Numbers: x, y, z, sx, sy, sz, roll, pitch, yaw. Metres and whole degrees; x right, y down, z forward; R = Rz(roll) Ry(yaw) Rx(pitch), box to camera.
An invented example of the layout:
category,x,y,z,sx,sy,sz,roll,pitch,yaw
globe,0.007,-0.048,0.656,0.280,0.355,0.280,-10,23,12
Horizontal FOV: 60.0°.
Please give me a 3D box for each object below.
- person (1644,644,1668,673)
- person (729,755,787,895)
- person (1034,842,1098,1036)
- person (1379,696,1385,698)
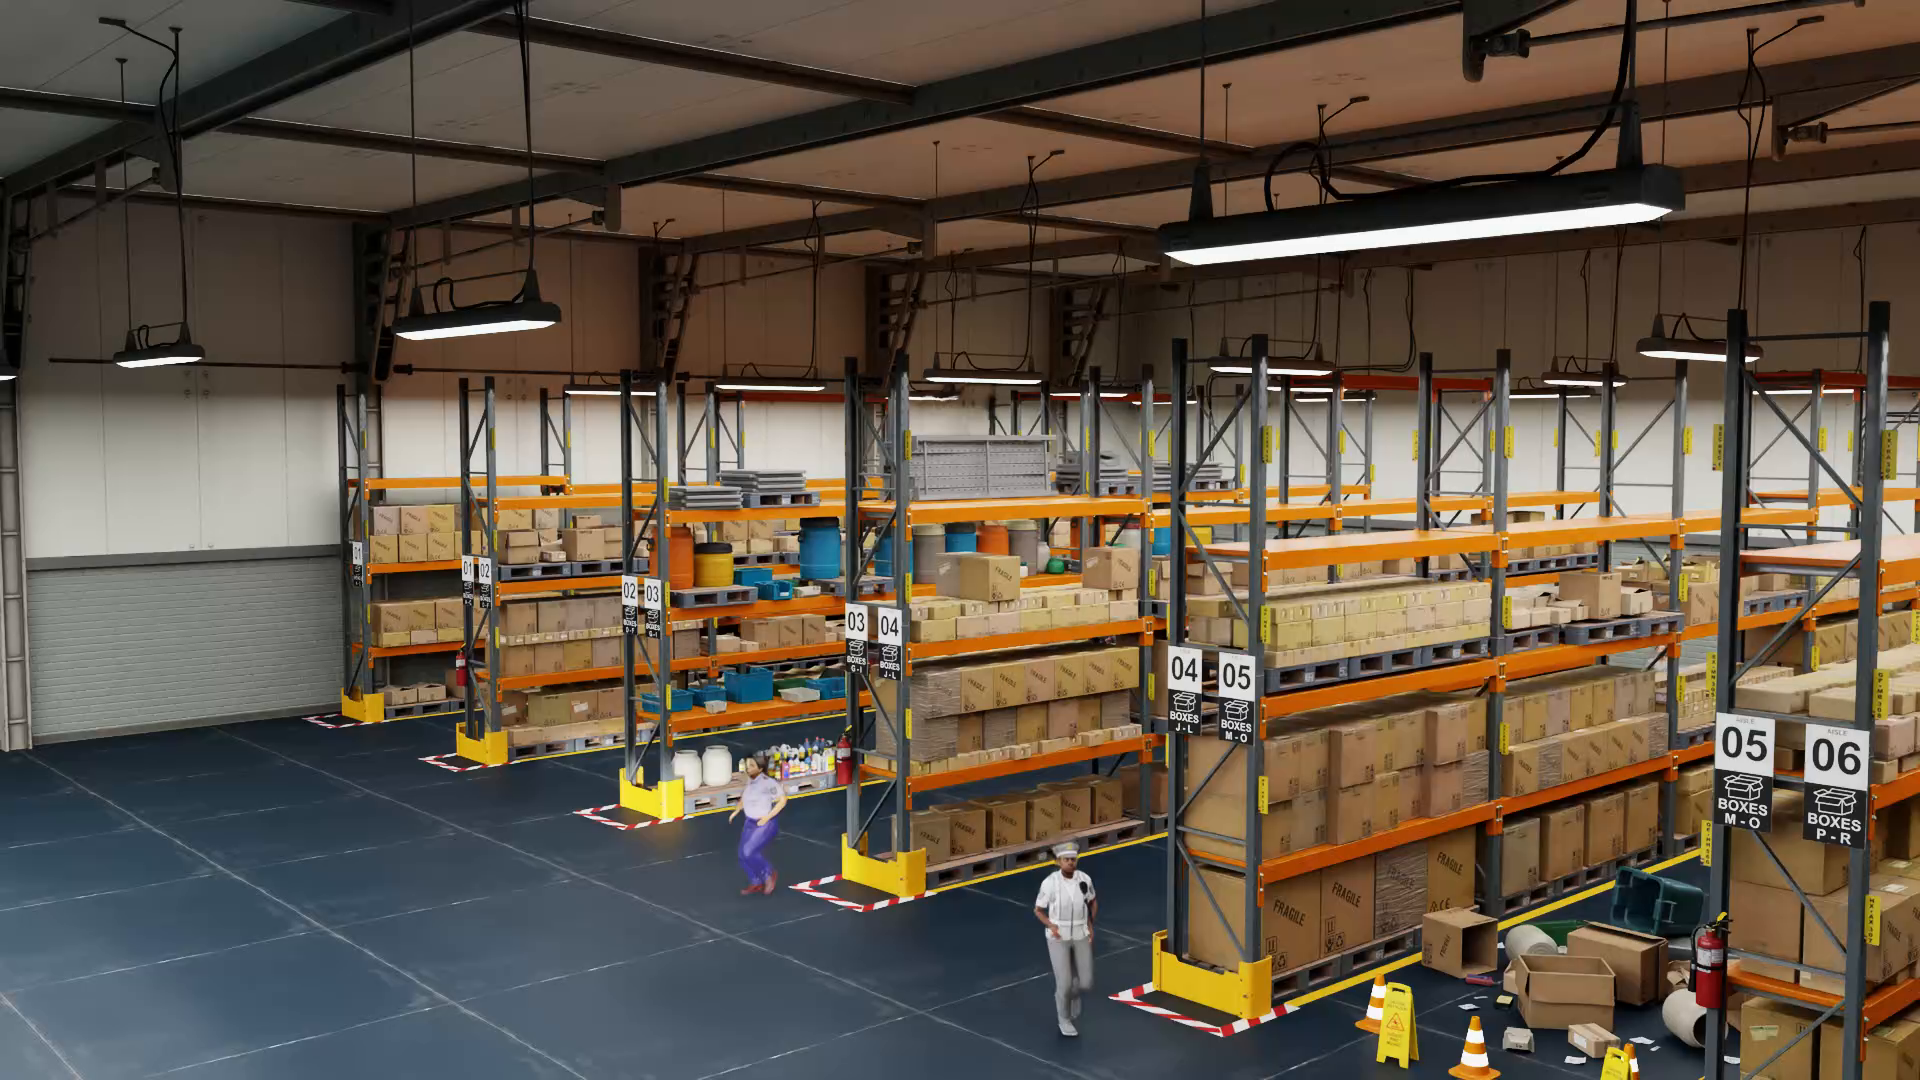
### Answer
category,x,y,z,sx,sy,sz,roll,pitch,yaw
person,11.736,2.528,27.825,0.578,1.606,0.576,2,4,23
person,-2.259,3.180,18.400,0.573,1.595,0.708,-4,5,-44
person,0.933,3.401,14.246,0.579,1.651,0.563,-1,4,-11
person,5.966,2.769,22.942,0.748,1.834,0.655,-3,5,-39
